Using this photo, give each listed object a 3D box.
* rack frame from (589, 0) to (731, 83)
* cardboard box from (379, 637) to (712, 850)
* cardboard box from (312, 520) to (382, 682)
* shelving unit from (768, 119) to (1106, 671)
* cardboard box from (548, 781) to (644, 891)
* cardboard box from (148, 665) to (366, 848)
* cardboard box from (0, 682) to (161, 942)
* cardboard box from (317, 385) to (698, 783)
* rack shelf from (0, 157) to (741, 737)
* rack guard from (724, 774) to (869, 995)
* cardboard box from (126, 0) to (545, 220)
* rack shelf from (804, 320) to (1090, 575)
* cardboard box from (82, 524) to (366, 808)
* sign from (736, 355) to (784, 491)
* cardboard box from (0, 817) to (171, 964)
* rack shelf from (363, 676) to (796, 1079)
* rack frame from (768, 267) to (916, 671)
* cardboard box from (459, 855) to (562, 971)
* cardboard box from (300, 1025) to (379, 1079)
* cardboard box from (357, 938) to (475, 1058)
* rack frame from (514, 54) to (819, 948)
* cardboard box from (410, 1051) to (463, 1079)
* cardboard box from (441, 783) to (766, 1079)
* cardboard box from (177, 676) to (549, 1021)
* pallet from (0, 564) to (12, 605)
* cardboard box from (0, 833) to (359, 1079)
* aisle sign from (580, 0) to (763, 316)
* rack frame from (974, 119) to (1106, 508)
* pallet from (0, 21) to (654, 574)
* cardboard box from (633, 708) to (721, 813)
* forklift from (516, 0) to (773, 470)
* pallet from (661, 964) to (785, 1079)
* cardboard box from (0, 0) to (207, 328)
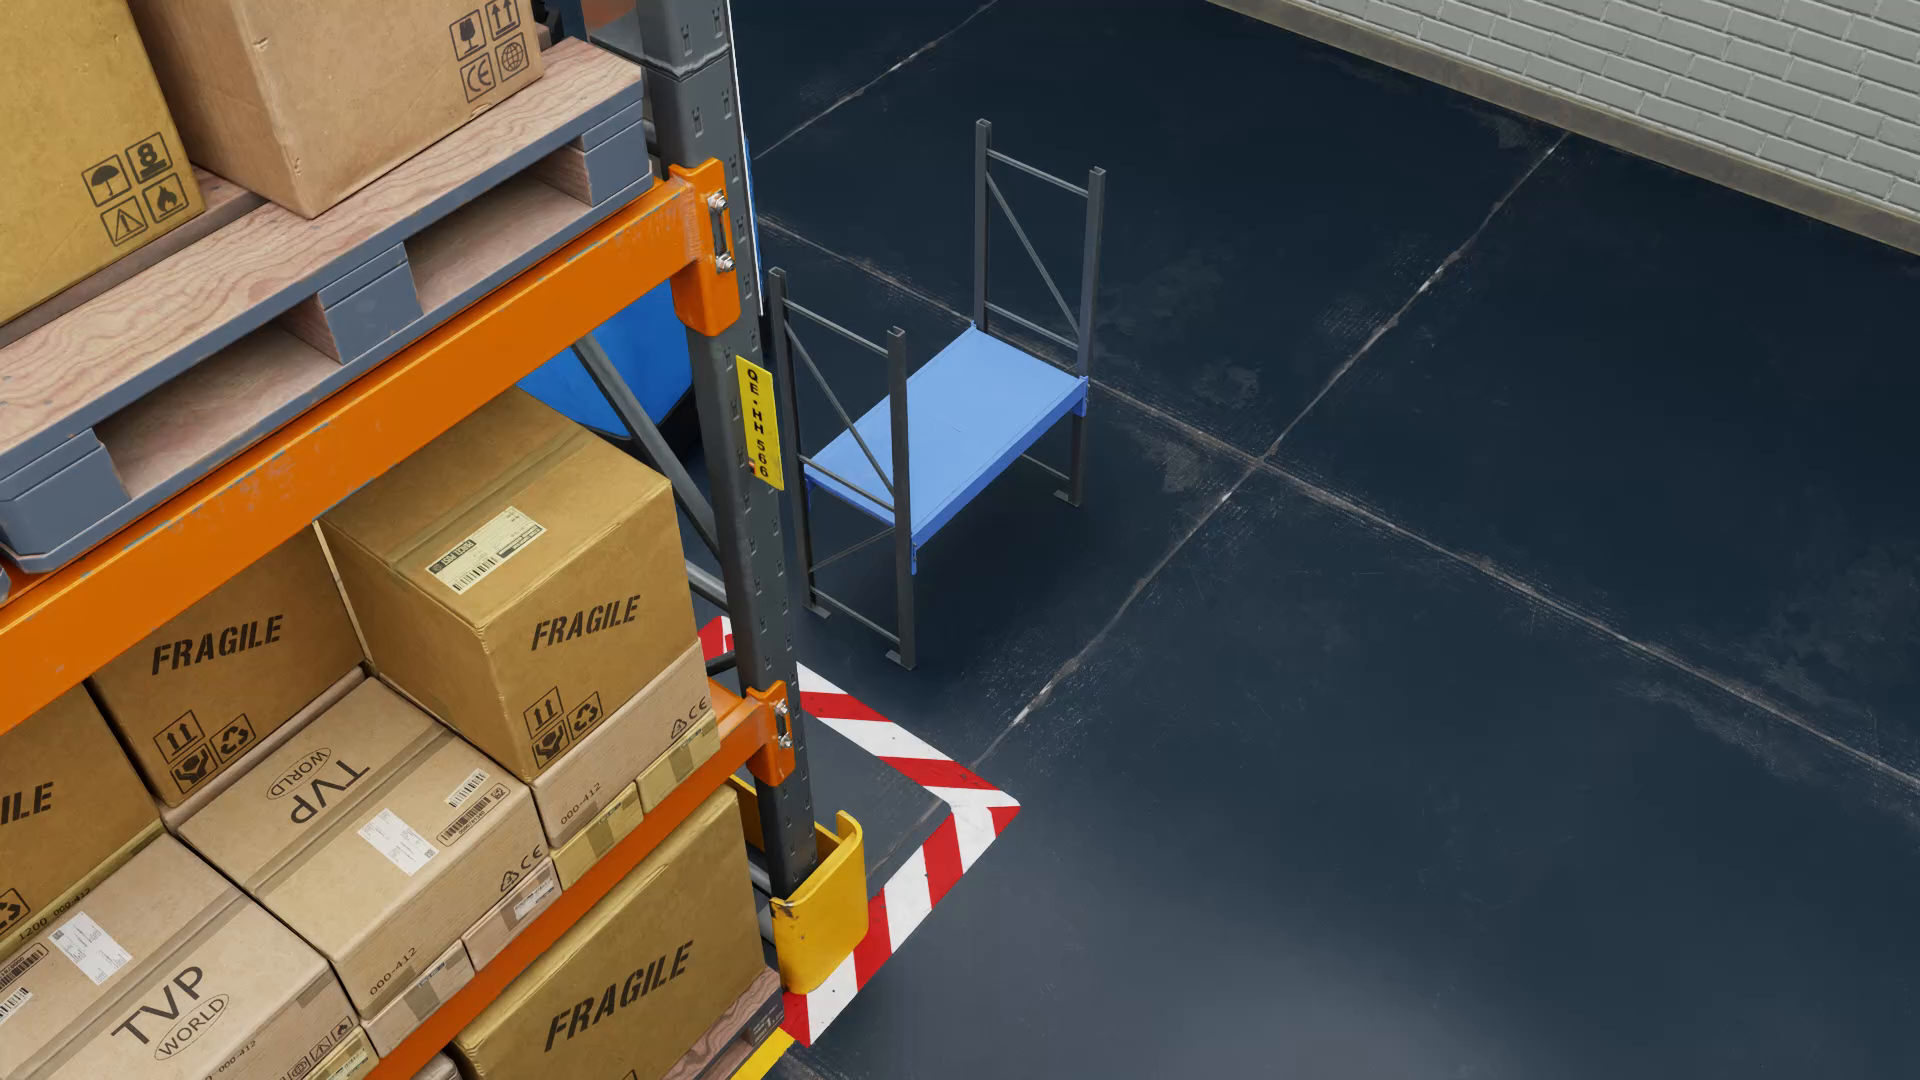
[{"bbox_3d":[-0.836,-2.077,2.011,1.000,3.000,0.127,29,53,25],"label":"rack frame"},{"bbox_3d":[-0.922,0.339,3.750,0.500,0.250,0.500,28,53,24],"label":"cardboard box"},{"bbox_3d":[-1.343,0.100,3.978,0.500,0.250,0.500,28,52,24],"label":"cardboard box"},{"bbox_3d":[-0.052,-0.469,5.661,0.538,1.500,1.048,29,53,25],"label":"shelving unit"},{"bbox_3d":[-0.951,0.581,3.794,0.380,0.149,0.250,30,53,25],"label":"cardboard box"},{"bbox_3d":[-1.655,0.400,3.691,0.500,0.250,0.500,29,53,25],"label":"cardboard box"},{"bbox_3d":[-1.961,0.426,3.148,0.500,0.500,0.500,28,52,24],"label":"cardboard box"},{"bbox_3d":[-0.926,0.080,3.478,0.500,0.500,0.500,30,53,25],"label":"cardboard box"},{"bbox_3d":[-2.059,0.352,2.262,1.077,0.370,4.000,29,53,25],"label":"rack shelf"},{"bbox_3d":[-0.821,0.845,5.097,1.175,0.500,0.348,29,53,25],"label":"rack guard"},{"bbox_3d":[-1.111,-0.934,2.564,0.700,0.500,0.500,26,52,23],"label":"cardboard box"},{"bbox_3d":[-0.052,-0.345,5.791,0.538,0.185,1.000,29,53,25],"label":"rack shelf"},{"bbox_3d":[-1.649,0.127,3.434,0.500,0.500,0.500,28,52,24],"label":"cardboard box"},{"bbox_3d":[-0.415,-0.239,3.439,0.100,0.325,0.005,29,53,25],"label":"sign"},{"bbox_3d":[-1.966,0.686,3.418,0.500,0.250,0.500,28,52,24],"label":"cardboard box"},{"bbox_3d":[-2.059,1.388,3.347,1.077,0.370,4.000,29,53,25],"label":"rack shelf"},{"bbox_3d":[-0.363,-0.178,5.383,0.500,1.500,0.032,29,53,25],"label":"rack frame"},{"bbox_3d":[-1.106,0.725,3.657,0.380,0.149,0.250,29,53,25],"label":"cardboard box"},{"bbox_3d":[-1.416,1.016,3.378,0.380,0.149,0.250,28,52,24],"label":"cardboard box"},{"bbox_3d":[-1.259,0.867,3.521,0.380,0.149,0.250,30,53,26],"label":"cardboard box"},{"bbox_3d":[-0.836,-0.005,4.180,1.000,3.000,0.127,29,53,25],"label":"rack frame"},{"bbox_3d":[-1.720,1.506,3.916,0.875,0.875,0.875,29,53,25],"label":"cardboard box"},{"bbox_3d":[-1.164,0.986,4.413,0.875,0.875,0.875,29,53,25],"label":"cardboard box"},{"bbox_3d":[-1.233,0.629,3.473,0.500,0.250,0.500,28,53,24],"label":"cardboard box"},{"bbox_3d":[-2.027,0.120,2.048,1.003,0.211,1.213,29,53,25],"label":"pallet"},{"bbox_3d":[-1.544,0.920,3.194,0.500,0.250,0.500,27,52,24],"label":"cardboard box"},{"bbox_3d":[-0.554,-0.811,3.153,0.394,0.787,0.004,29,53,25],"label":"aisle sign"},{"bbox_3d":[0.259,-0.760,5.939,0.500,1.500,0.032,29,53,25],"label":"rack frame"},{"bbox_3d":[-1.281,-0.581,2.718,1.003,0.211,1.213,29,53,25],"label":"pallet"},{"bbox_3d":[-0.793,0.431,3.937,0.380,0.149,0.250,30,53,26],"label":"cardboard box"},{"bbox_3d":[-2.346,-1.932,6.069,3.031,2.935,1.130,18,49,16],"label":"forklift"},{"bbox_3d":[-1.263,1.451,4.718,1.003,0.211,1.213,29,53,25],"label":"pallet"},{"bbox_3d":[-1.551,-0.665,2.308,0.700,0.500,0.500,27,52,24],"label":"cardboard box"}]
